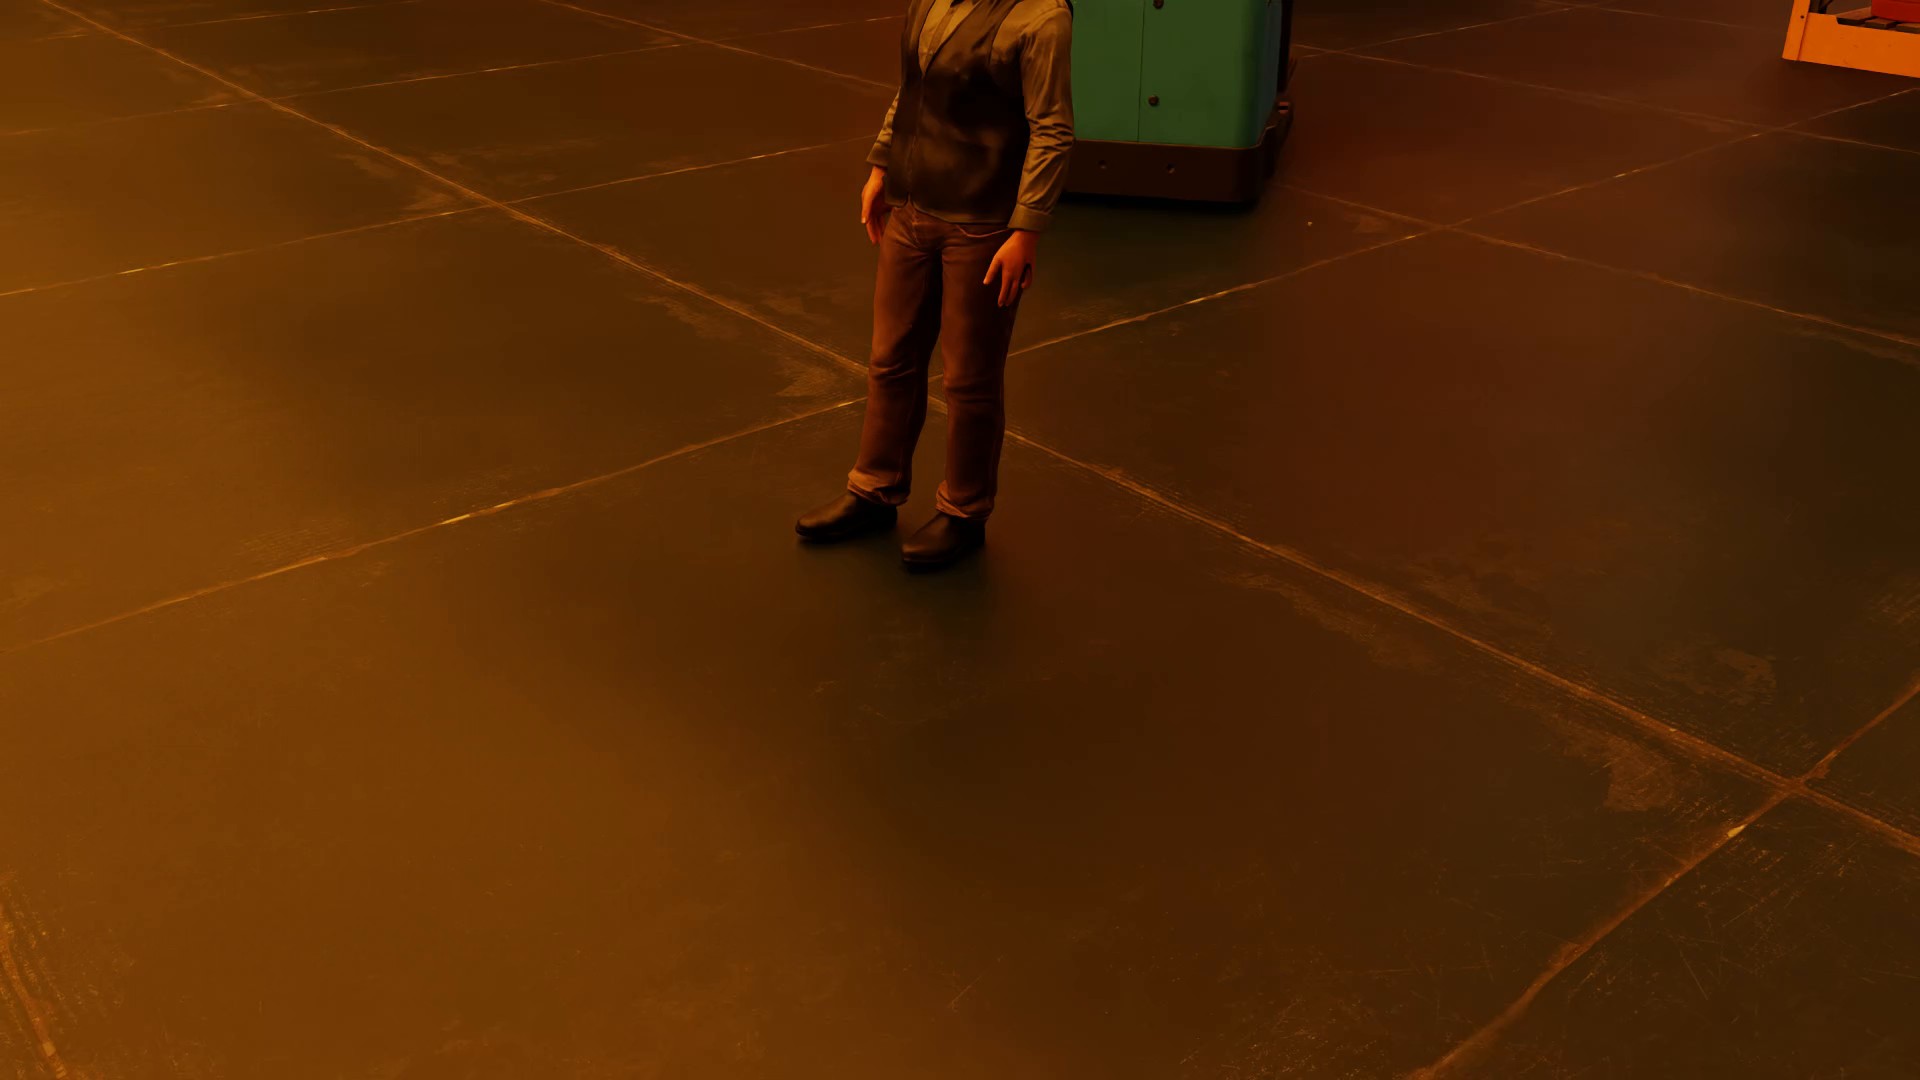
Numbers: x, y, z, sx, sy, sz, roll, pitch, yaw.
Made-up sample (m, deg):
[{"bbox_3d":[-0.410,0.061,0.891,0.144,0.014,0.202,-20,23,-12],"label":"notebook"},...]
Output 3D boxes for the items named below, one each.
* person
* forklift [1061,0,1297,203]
[{"bbox_3d":[-0.053,-0.762,4.084,0.566,1.722,0.634,-20,33,-35],"label":"person"},{"bbox_3d":[1.162,-3.434,8.126,1.130,2.935,3.031,7,27,13],"label":"forklift"}]
